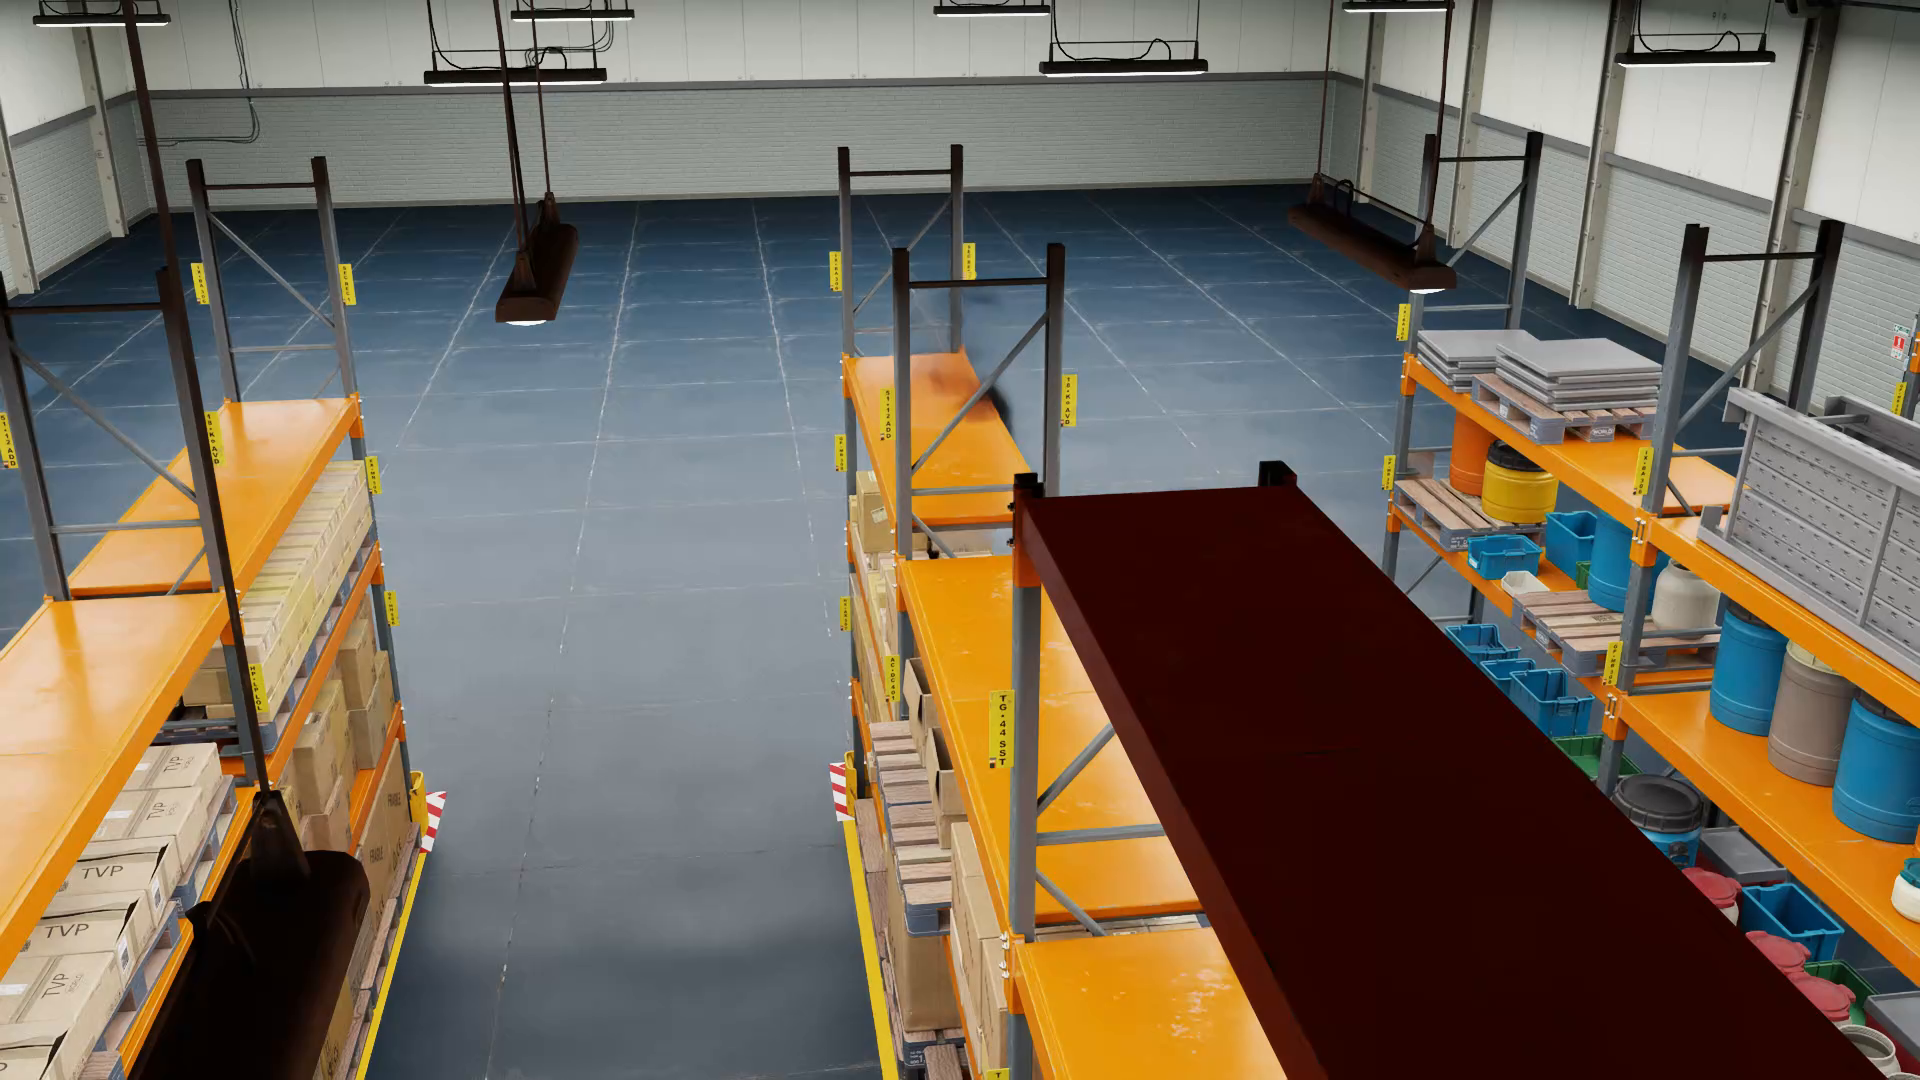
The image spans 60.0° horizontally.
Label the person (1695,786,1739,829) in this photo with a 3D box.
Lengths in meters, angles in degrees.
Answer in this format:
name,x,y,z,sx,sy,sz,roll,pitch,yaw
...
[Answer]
name,x,y,z,sx,sy,sz,roll,pitch,yaw
person,6.463,2.100,13.942,0.622,1.764,0.927,-7,23,-16
